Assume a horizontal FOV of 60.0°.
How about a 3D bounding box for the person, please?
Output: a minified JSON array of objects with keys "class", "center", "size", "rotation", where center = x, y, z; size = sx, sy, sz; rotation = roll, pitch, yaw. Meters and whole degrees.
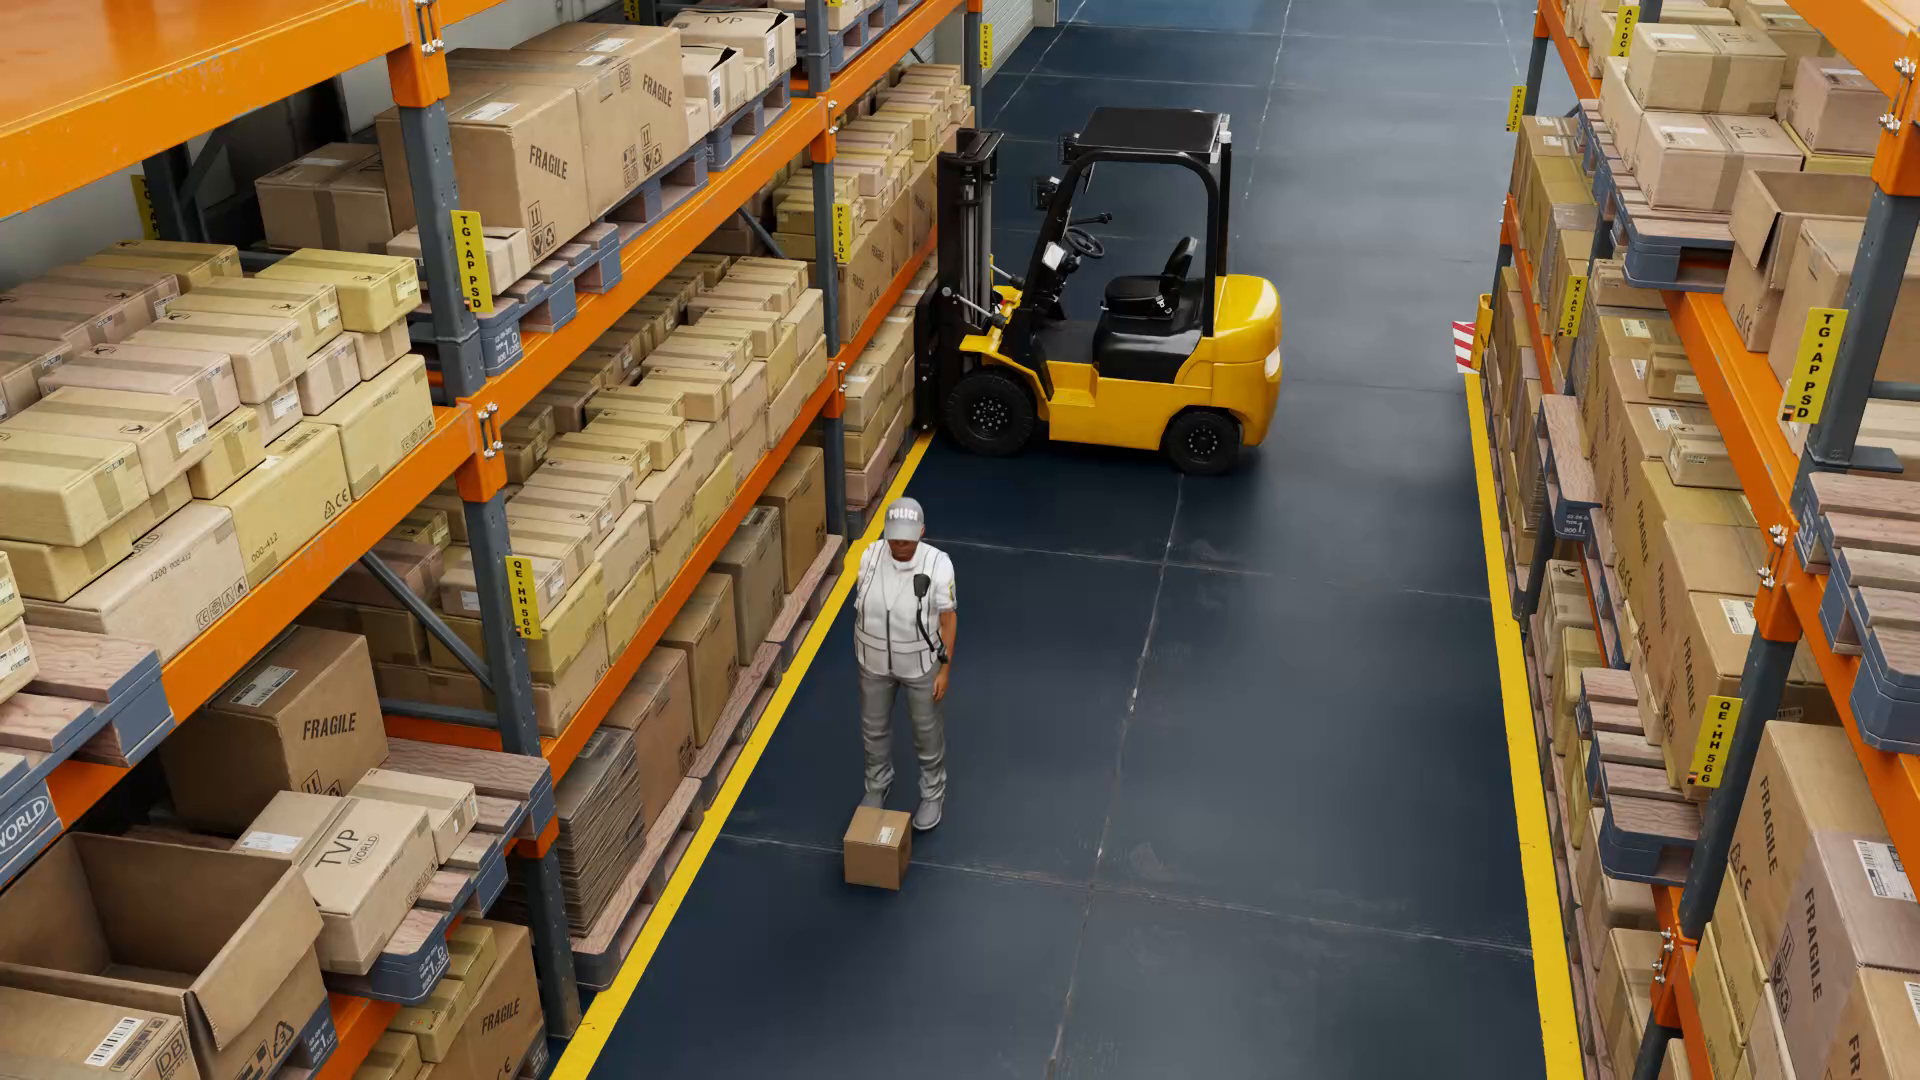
[{"class":"person","center":[-0.250,0.564,7.595],"size":[0.471,1.667,0.390],"rotation":[7,30,13]}]
